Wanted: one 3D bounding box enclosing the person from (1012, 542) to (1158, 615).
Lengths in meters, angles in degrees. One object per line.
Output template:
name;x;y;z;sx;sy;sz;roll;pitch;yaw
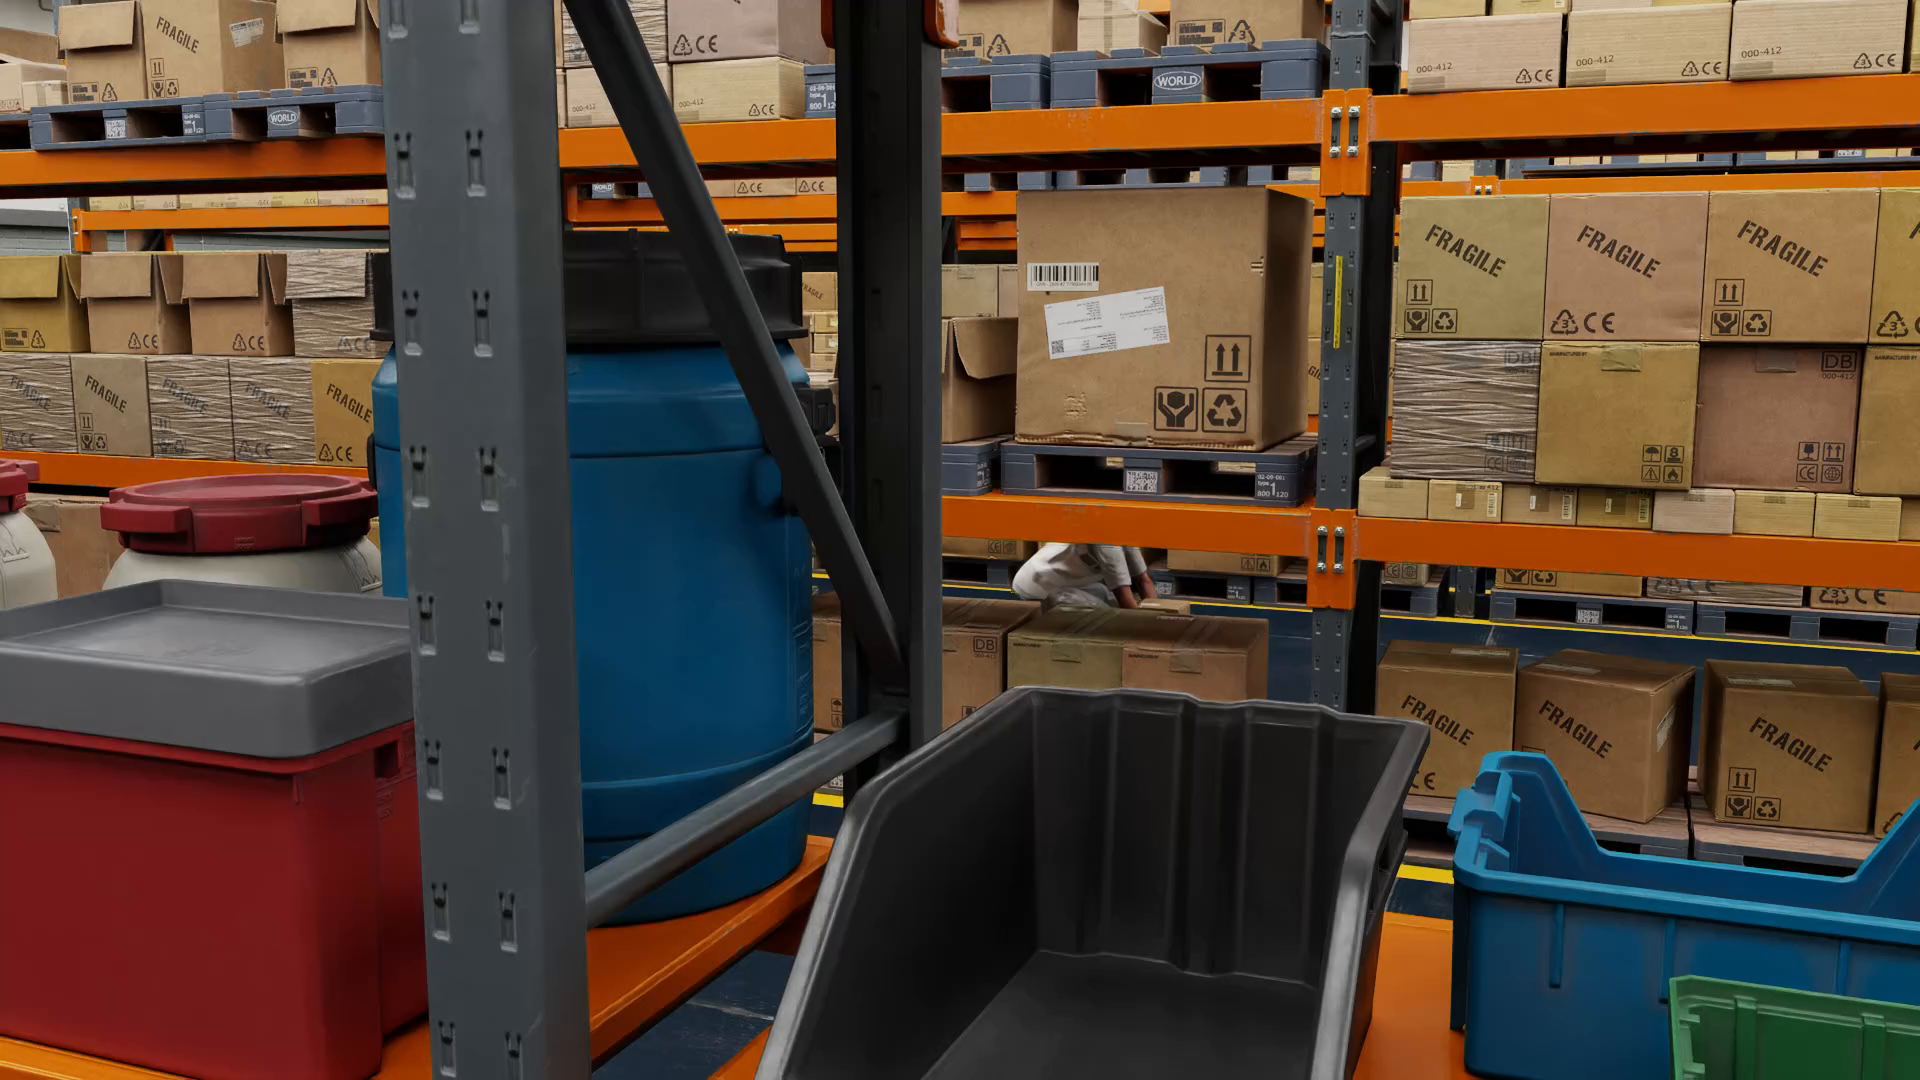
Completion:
person;0.764;0.266;9.115;0.915;1.013;0.576;3;9;21
